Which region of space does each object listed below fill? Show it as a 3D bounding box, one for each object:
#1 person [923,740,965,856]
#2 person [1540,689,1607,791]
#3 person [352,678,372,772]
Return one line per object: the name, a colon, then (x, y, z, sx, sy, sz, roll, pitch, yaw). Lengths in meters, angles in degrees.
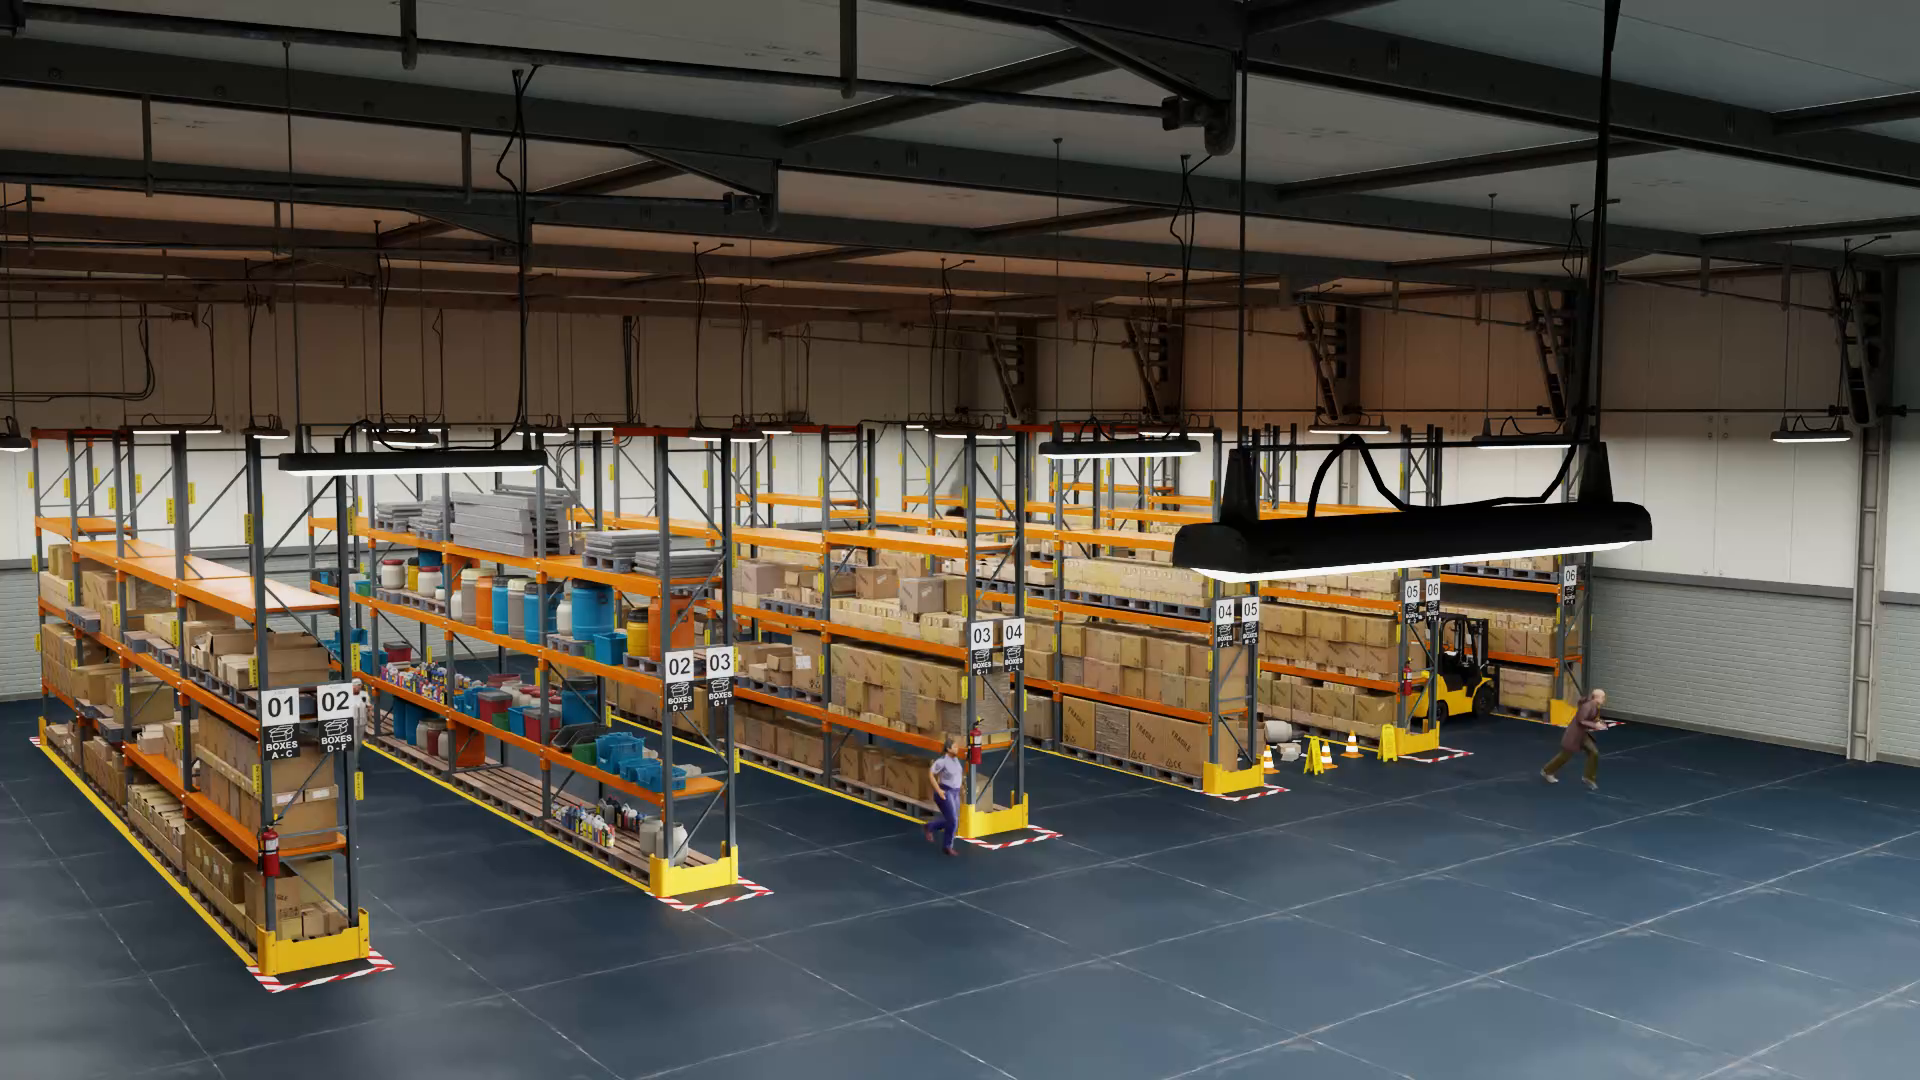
person: (-0.202, 3.678, 23.892, 0.684, 1.620, 0.646, 3, 5, 32)
person: (10.291, 3.330, 27.880, 1.068, 1.744, 0.752, 3, 5, 32)
person: (-10.576, 3.251, 29.080, 0.537, 1.716, 0.842, -4, 6, -43)
